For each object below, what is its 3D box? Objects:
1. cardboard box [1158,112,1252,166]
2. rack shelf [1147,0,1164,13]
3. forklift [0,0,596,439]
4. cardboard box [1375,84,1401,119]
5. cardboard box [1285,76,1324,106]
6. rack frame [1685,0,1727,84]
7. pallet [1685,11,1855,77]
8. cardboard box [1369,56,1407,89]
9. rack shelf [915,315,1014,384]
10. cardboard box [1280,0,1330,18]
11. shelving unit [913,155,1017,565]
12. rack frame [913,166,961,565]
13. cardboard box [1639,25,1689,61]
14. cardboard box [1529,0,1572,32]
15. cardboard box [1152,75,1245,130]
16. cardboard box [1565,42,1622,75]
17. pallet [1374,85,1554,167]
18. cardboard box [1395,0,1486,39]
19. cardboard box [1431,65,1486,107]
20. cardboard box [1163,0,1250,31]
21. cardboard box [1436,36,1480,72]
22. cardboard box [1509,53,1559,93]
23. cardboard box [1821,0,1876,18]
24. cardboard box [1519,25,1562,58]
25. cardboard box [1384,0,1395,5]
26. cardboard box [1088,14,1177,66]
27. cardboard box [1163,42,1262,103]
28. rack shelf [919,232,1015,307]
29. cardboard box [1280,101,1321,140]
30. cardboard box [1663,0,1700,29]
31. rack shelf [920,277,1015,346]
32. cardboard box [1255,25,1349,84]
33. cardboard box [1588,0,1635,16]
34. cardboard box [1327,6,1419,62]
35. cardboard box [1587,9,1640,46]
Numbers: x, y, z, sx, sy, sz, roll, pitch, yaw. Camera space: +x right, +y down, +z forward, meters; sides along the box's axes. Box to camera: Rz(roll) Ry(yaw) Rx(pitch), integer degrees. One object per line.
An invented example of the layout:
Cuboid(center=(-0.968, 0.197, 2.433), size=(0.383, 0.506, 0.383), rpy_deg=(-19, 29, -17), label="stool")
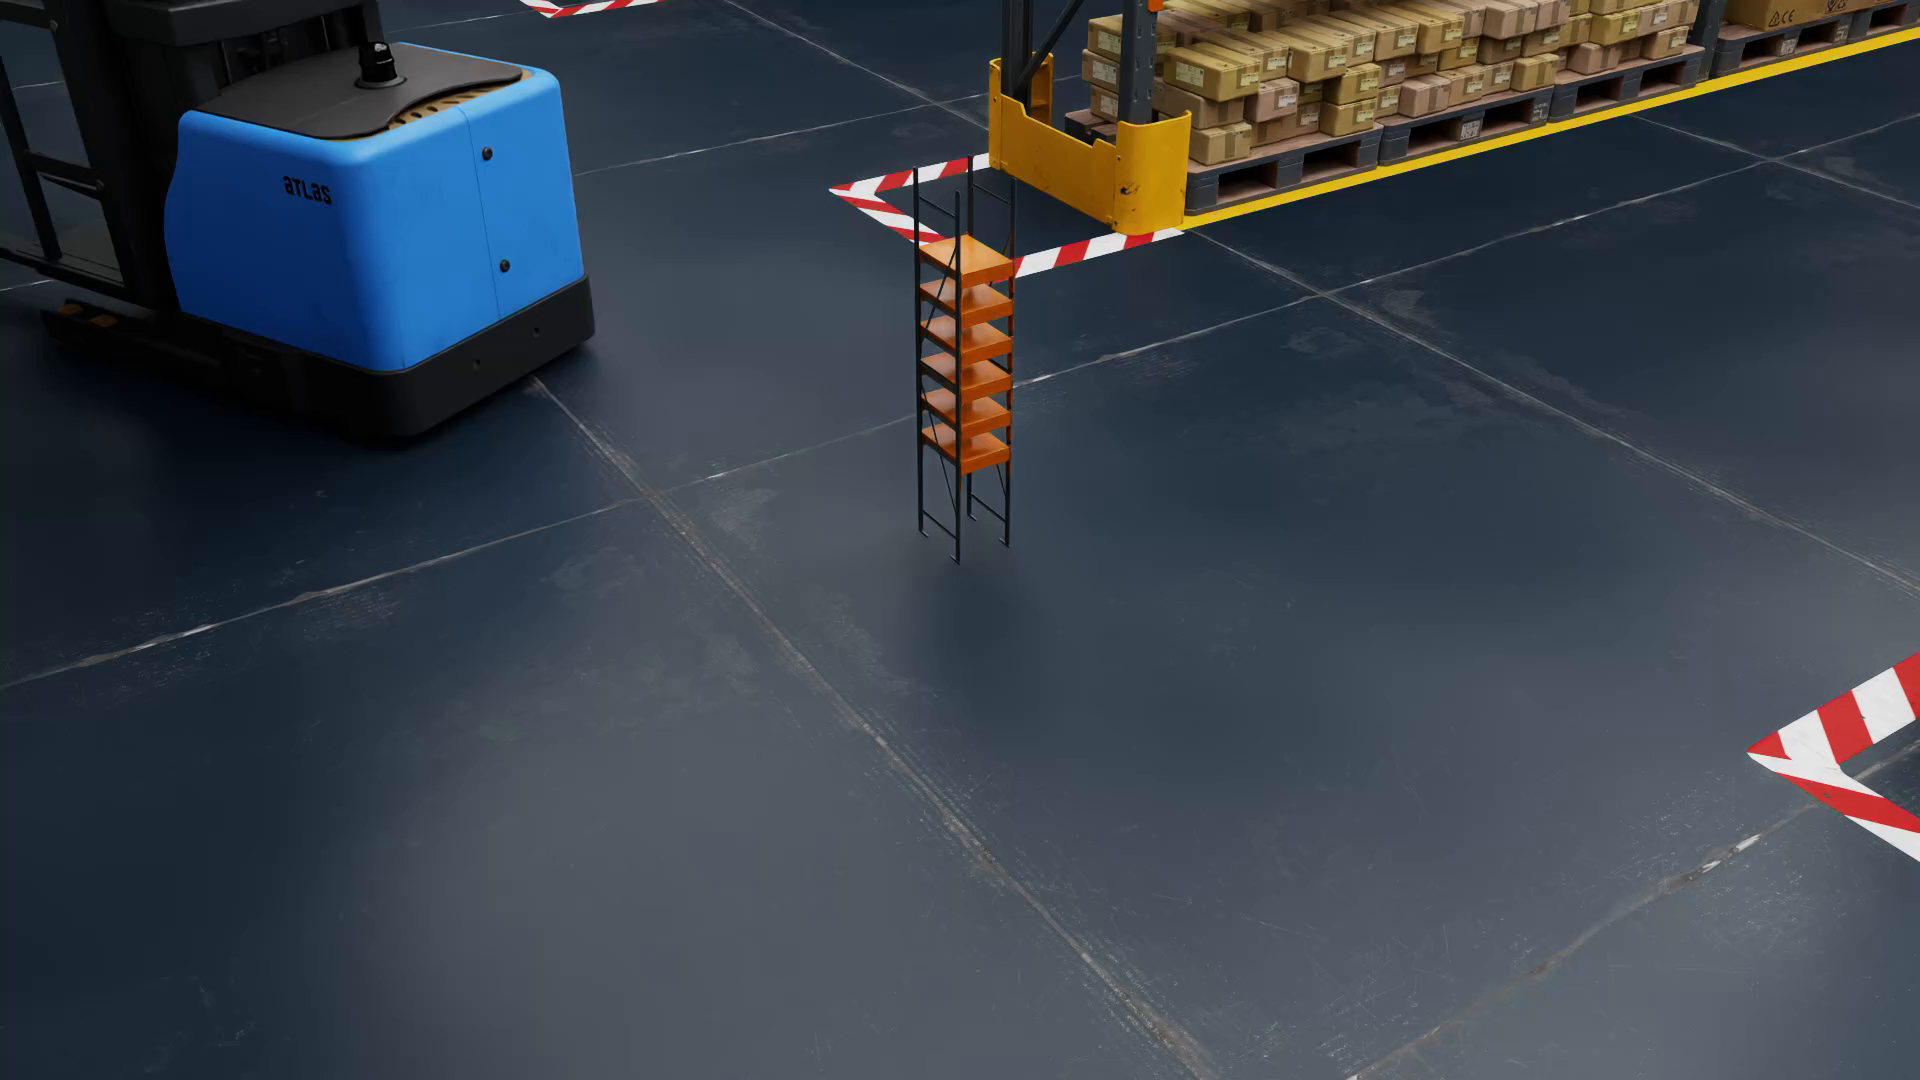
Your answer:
Cuboid(center=(1.127, -1.875, 7.689), size=(0.250, 0.149, 0.380), rpy_deg=(-18, 37, -26), label="cardboard box")
Cuboid(center=(2.194, -3.169, 8.136), size=(4.000, 0.370, 1.077), rpy_deg=(-19, 37, -27), label="rack shelf")
Cuboid(center=(-2.932, -2.155, 5.919), size=(3.031, 2.935, 1.130), rpy_deg=(17, 36, 25), label="forklift")
Cuboid(center=(1.945, -2.203, 8.210), size=(0.250, 0.149, 0.380), rpy_deg=(-19, 37, -27), label="cardboard box")
Cuboid(center=(1.511, -2.193, 7.915), size=(0.250, 0.149, 0.380), rpy_deg=(-18, 37, -27), label="cardboard box")
Cuboid(center=(3.875, -4.051, 8.861), size=(0.127, 3.000, 1.000), rpy_deg=(-19, 37, -27), label="rack frame")
Cuboid(center=(4.529, -3.098, 9.963), size=(1.213, 0.211, 1.003), rpy_deg=(-19, 37, -27), label="pallet")
Cuboid(center=(1.957, -2.338, 8.145), size=(0.250, 0.149, 0.380), rpy_deg=(-21, 38, -29), label="cardboard box")
Cuboid(center=(0.012, -0.576, 4.896), size=(0.180, 0.103, 0.258), rpy_deg=(-19, 37, -27), label="rack shelf")
Cuboid(center=(1.659, -2.713, 8.460), size=(0.250, 0.149, 0.380), rpy_deg=(-18, 36, -26), label="cardboard box")
Cuboid(center=(0.012, -0.512, 4.937), size=(0.189, 1.200, 0.258), rpy_deg=(-19, 37, -27), label="shelving unit")
Cuboid(center=(-0.065, -0.485, 4.895), size=(0.006, 1.200, 0.240), rpy_deg=(-19, 37, -27), label="rack frame")
Cuboid(center=(3.730, -2.757, 9.088), size=(0.250, 0.149, 0.380), rpy_deg=(-18, 37, -27), label="cardboard box")
Cuboid(center=(2.881, -2.729, 8.485), size=(0.250, 0.149, 0.380), rpy_deg=(-21, 38, -30), label="cardboard box")
Cuboid(center=(1.093, -2.029, 7.655), size=(0.250, 0.149, 0.380), rpy_deg=(-17, 36, -25), label="cardboard box")
Cuboid(center=(3.279, -2.614, 8.861), size=(0.250, 0.149, 0.380), rpy_deg=(-20, 38, -29), label="cardboard box")
Cuboid(center=(2.303, -2.307, 8.709), size=(1.213, 0.211, 1.003), rpy_deg=(-19, 37, -27), label="pallet")
Cuboid(center=(2.392, -2.623, 8.317), size=(0.250, 0.149, 0.380), rpy_deg=(-19, 37, -27), label="cardboard box")
Cuboid(center=(2.420, -2.328, 8.407), size=(0.250, 0.149, 0.380), rpy_deg=(-19, 37, -27), label="cardboard box")
Cuboid(center=(1.212, -2.564, 8.224), size=(0.250, 0.149, 0.380), rpy_deg=(-20, 37, -28), label="cardboard box")
Cuboid(center=(2.395, -2.509, 8.415), size=(0.250, 0.149, 0.380), rpy_deg=(-17, 36, -25), label="cardboard box")
Cuboid(center=(2.860, -2.458, 8.613), size=(0.250, 0.149, 0.380), rpy_deg=(-19, 37, -27), label="cardboard box")
Cuboid(center=(5.084, -3.420, 9.810), size=(0.500, 0.500, 0.500), rpy_deg=(-17, 36, -25), label="cardboard box")
Cuboid(center=(2.879, -2.635, 8.616), size=(0.250, 0.149, 0.380), rpy_deg=(-18, 36, -26), label="cardboard box")
Cuboid(center=(2.146, -2.828, 8.642), size=(0.250, 0.149, 0.380), rpy_deg=(-19, 37, -27), label="cardboard box")
Cuboid(center=(0.821, -2.385, 7.941), size=(0.250, 0.149, 0.380), rpy_deg=(-19, 37, -27), label="cardboard box")
Cuboid(center=(1.138, -2.118, 7.516), size=(0.250, 0.149, 0.380), rpy_deg=(-21, 38, -29), label="cardboard box")
Cuboid(center=(0.012, -0.779, 4.768), size=(0.180, 0.103, 0.258), rpy_deg=(-19, 37, -27), label="rack shelf")
Cuboid(center=(1.508, -2.062, 7.986), size=(0.250, 0.149, 0.380), rpy_deg=(-19, 37, -27), label="cardboard box")
Cuboid(center=(3.783, -2.915, 9.060), size=(0.250, 0.149, 0.380), rpy_deg=(-18, 37, -26), label="cardboard box")
Cuboid(center=(0.012, -0.677, 4.832), size=(0.180, 0.103, 0.258), rpy_deg=(-19, 37, -27), label="rack shelf")
Cuboid(center=(1.585, -2.267, 7.753), size=(0.250, 0.149, 0.380), rpy_deg=(-19, 37, -27), label="cardboard box")
Cuboid(center=(3.318, -2.888, 8.738), size=(0.250, 0.149, 0.380), rpy_deg=(-19, 37, -28), label="cardboard box")
Cuboid(center=(1.987, -2.451, 8.045), size=(0.250, 0.149, 0.380), rpy_deg=(-17, 36, -25), label="cardboard box")
Cuboid(center=(3.346, -2.746, 8.792), size=(0.250, 0.149, 0.380), rpy_deg=(-20, 38, -29), label="cardboard box")
